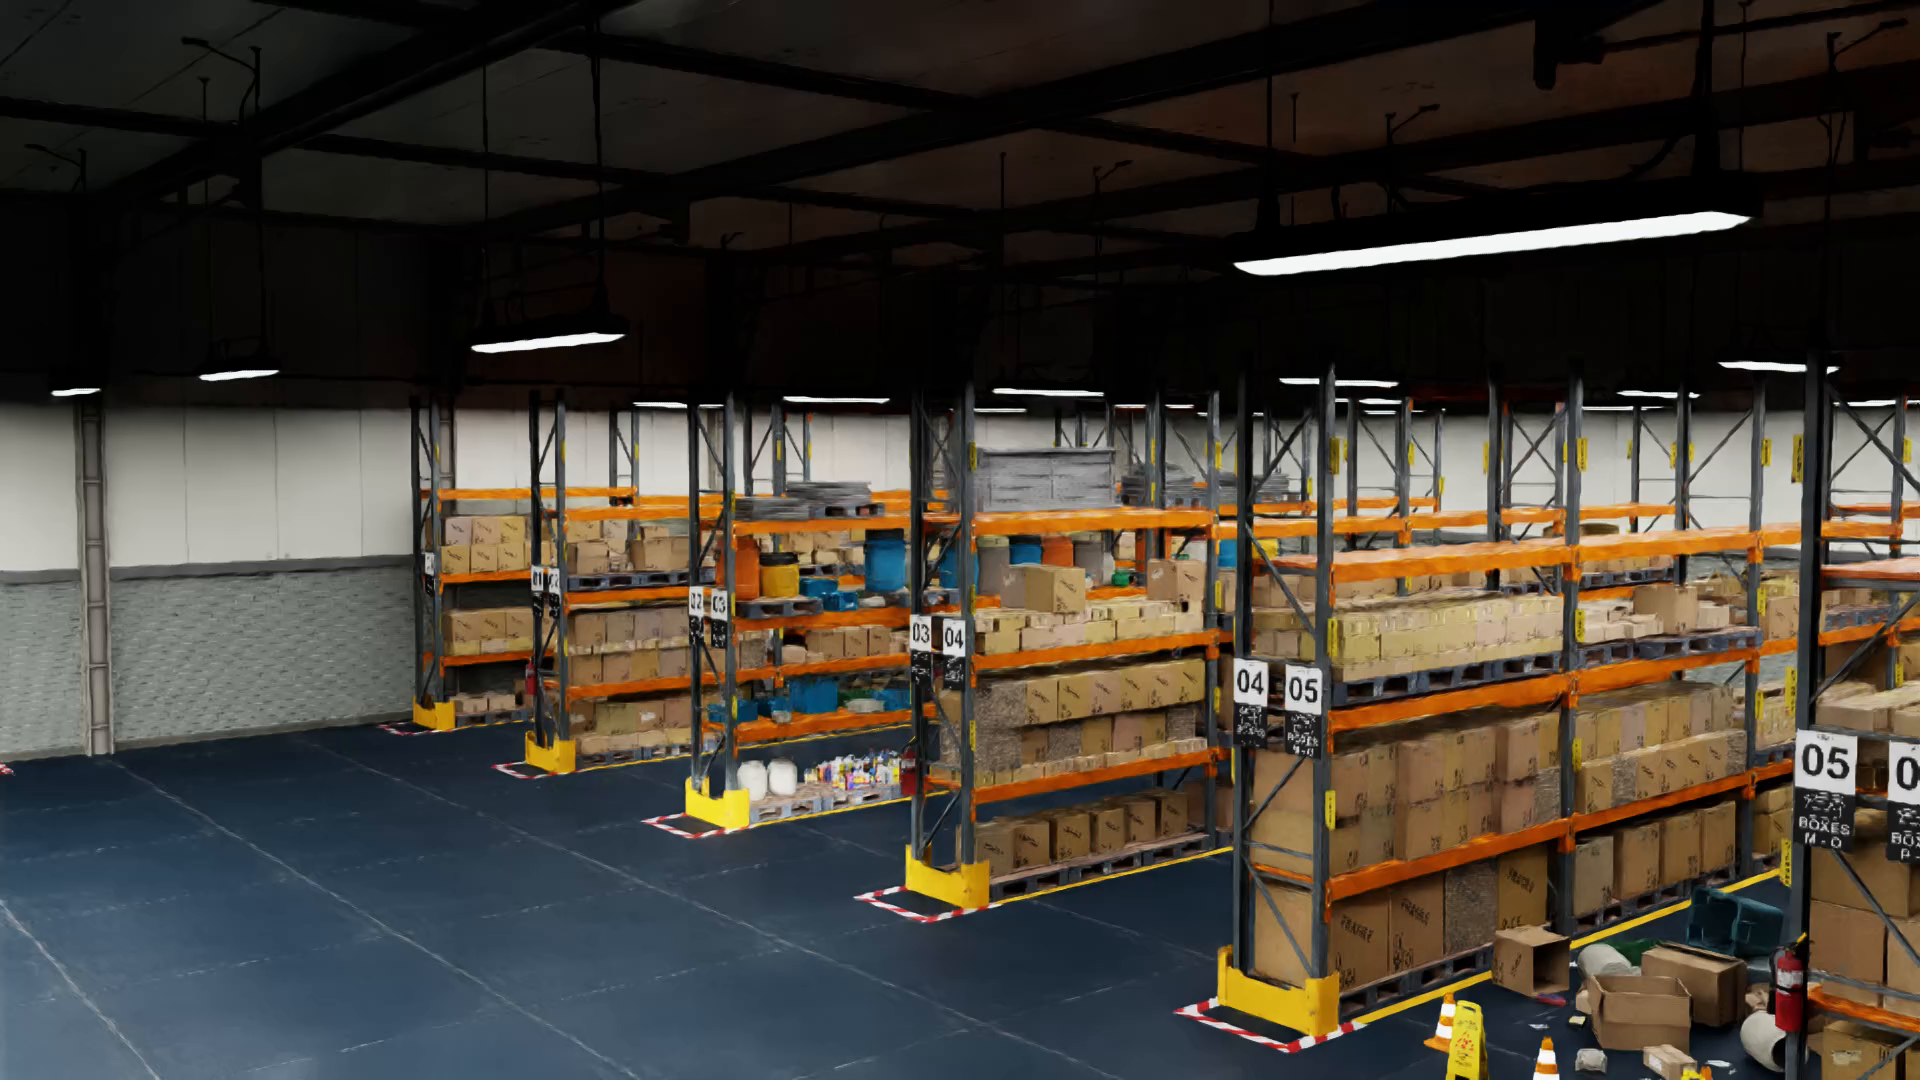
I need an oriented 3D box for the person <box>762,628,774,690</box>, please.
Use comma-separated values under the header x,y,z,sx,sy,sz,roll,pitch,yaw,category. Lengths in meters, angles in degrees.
x,y,z,sx,sy,sz,roll,pitch,yaw,category
-3.767,2.349,33.034,0.729,1.753,0.765,3,5,43,person
